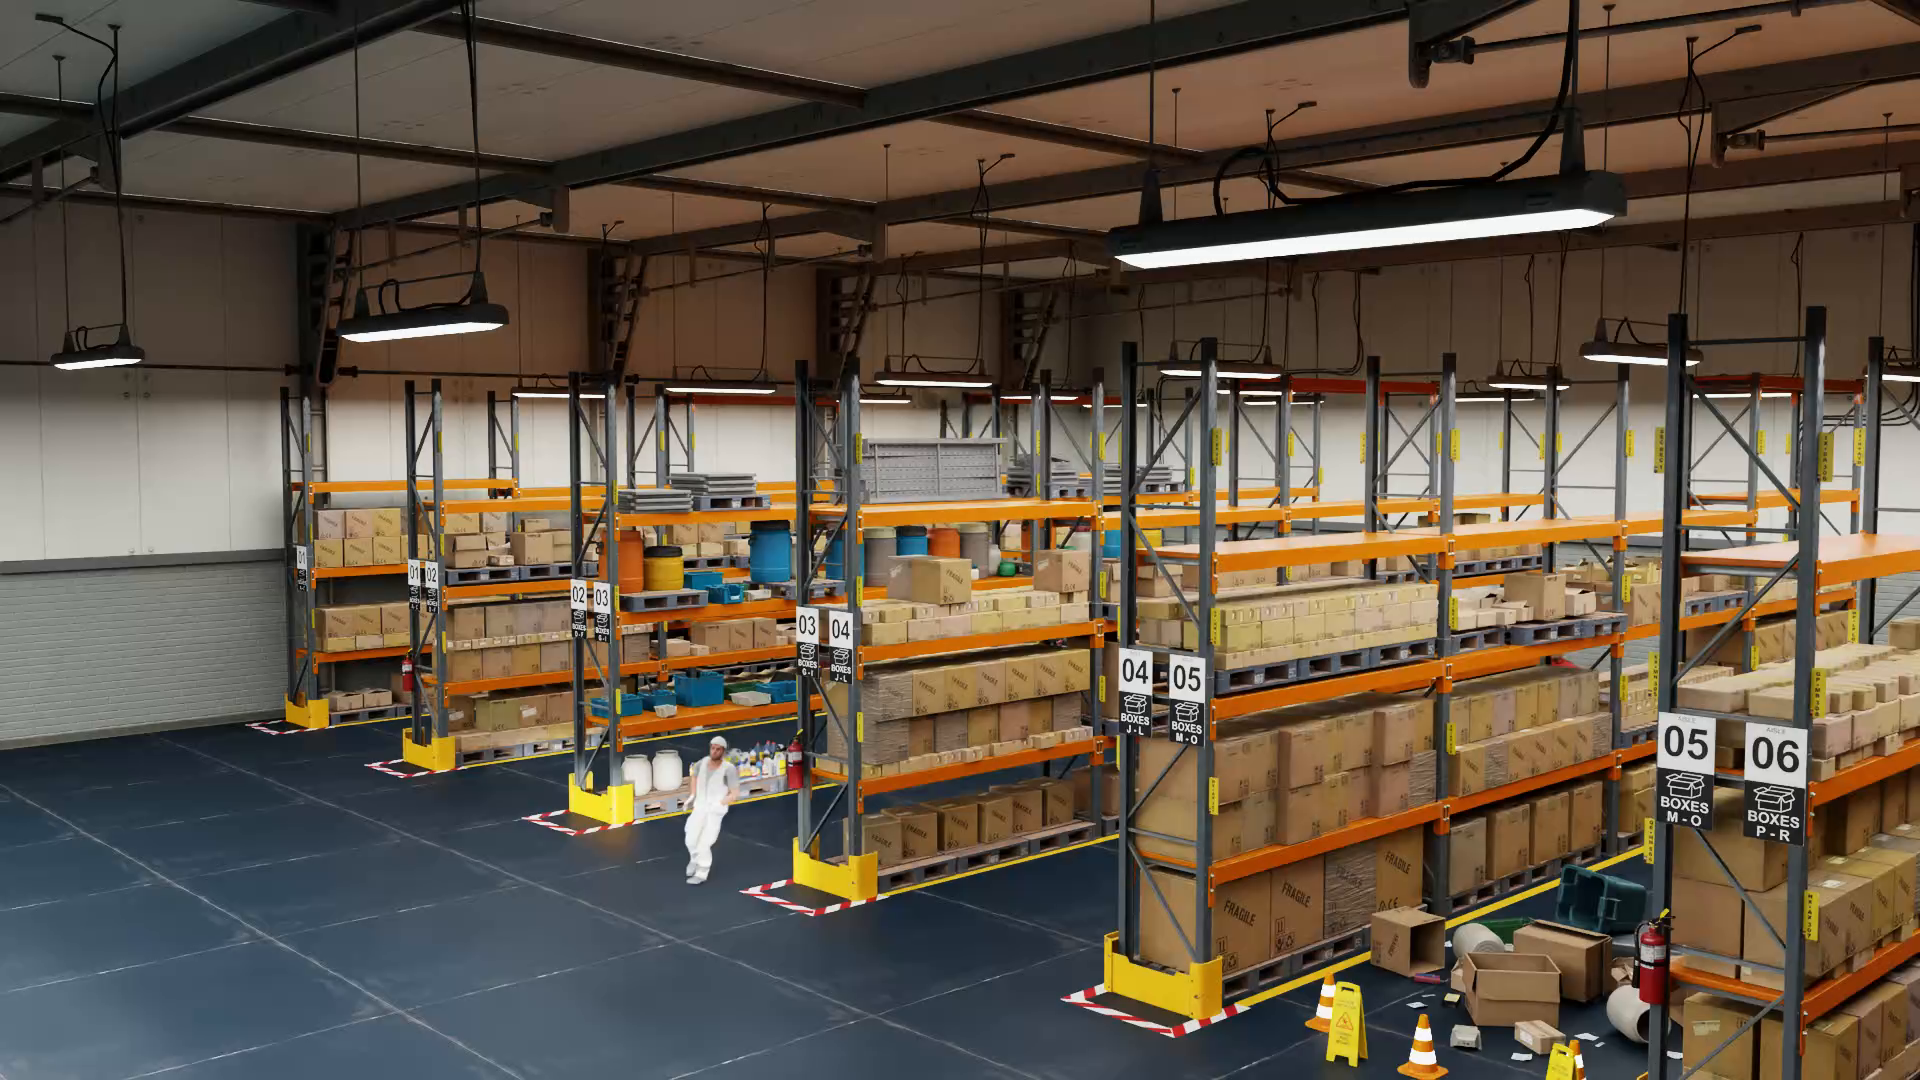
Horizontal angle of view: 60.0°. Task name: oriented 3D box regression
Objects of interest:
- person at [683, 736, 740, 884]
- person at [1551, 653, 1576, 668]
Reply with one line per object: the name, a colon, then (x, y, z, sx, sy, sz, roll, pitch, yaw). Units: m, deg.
person: (-2.867, 3.092, 18.926, 0.710, 1.715, 0.585, 1, 4, 15)
person: (9.749, 2.575, 27.119, 0.663, 1.742, 0.852, 4, 5, 44)
